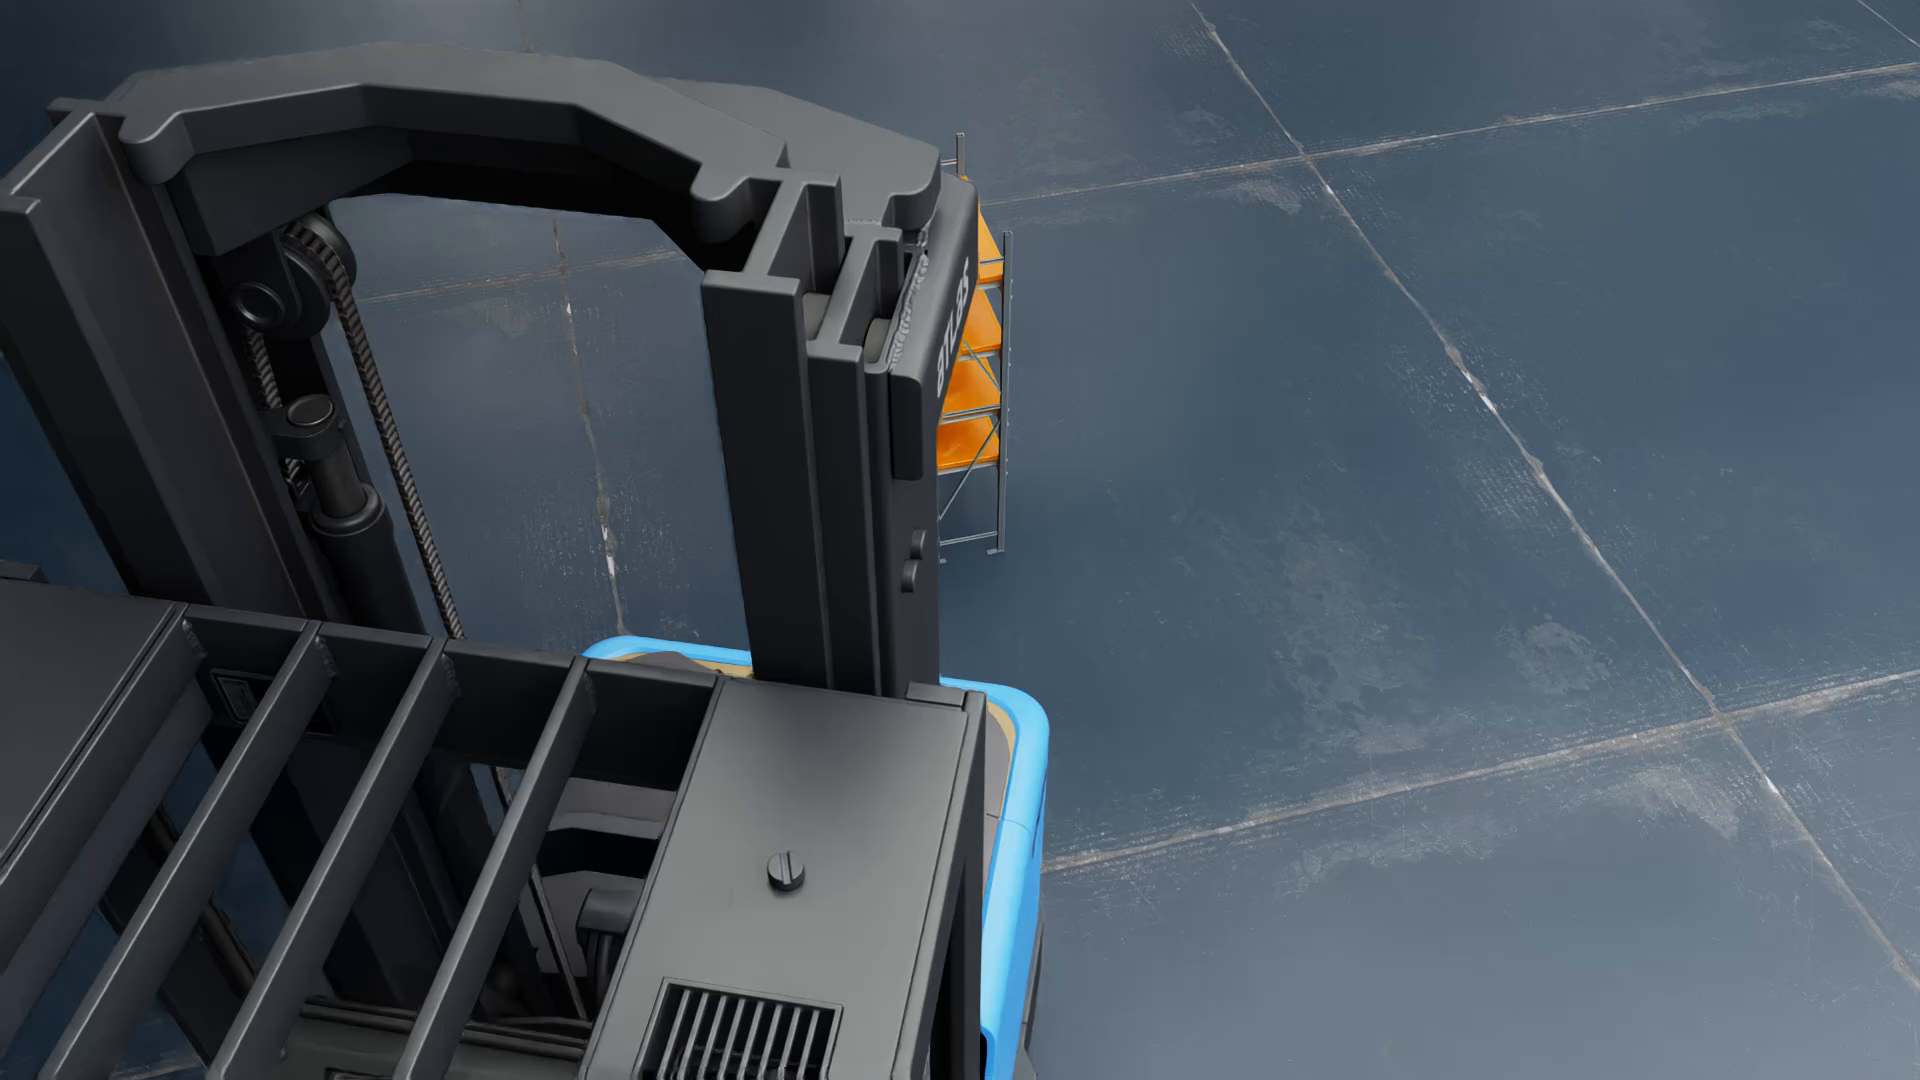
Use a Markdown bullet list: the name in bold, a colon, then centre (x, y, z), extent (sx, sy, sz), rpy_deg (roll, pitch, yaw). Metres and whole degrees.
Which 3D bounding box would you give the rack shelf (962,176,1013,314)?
- **rack shelf**: centre (-0.042, -0.809, 4.653), extent (0.258, 0.148, 0.480), rpy_deg (-11, 47, -10)

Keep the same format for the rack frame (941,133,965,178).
- **rack frame**: centre (-0.105, -0.703, 5.099), extent (0.240, 1.200, 0.015), rpy_deg (-11, 47, -10)

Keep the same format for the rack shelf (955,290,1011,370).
- **rack shelf**: centre (-0.042, -0.644, 4.822), extent (0.258, 0.148, 0.480), rpy_deg (-11, 47, -10)

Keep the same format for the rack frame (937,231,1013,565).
- **rack frame**: centre (0.020, -0.366, 4.768), extent (0.240, 1.200, 0.015), rpy_deg (-11, 47, -10)

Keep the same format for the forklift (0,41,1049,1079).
- **forklift**: centre (-0.559, 1.017, 2.202), extent (1.130, 2.935, 3.031), rpy_deg (7, 46, 7)

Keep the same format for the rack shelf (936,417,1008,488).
- **rack shelf**: centre (-0.042, -0.348, 5.123), extent (0.258, 0.148, 0.480), rpy_deg (-11, 47, -10)

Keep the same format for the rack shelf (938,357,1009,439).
- **rack shelf**: centre (-0.042, -0.487, 4.982), extent (0.258, 0.148, 0.480), rpy_deg (-11, 47, -10)

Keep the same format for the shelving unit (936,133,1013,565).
- **shelving unit**: centre (-0.042, -0.534, 4.933), extent (0.258, 1.200, 0.503), rpy_deg (-11, 47, -10)
